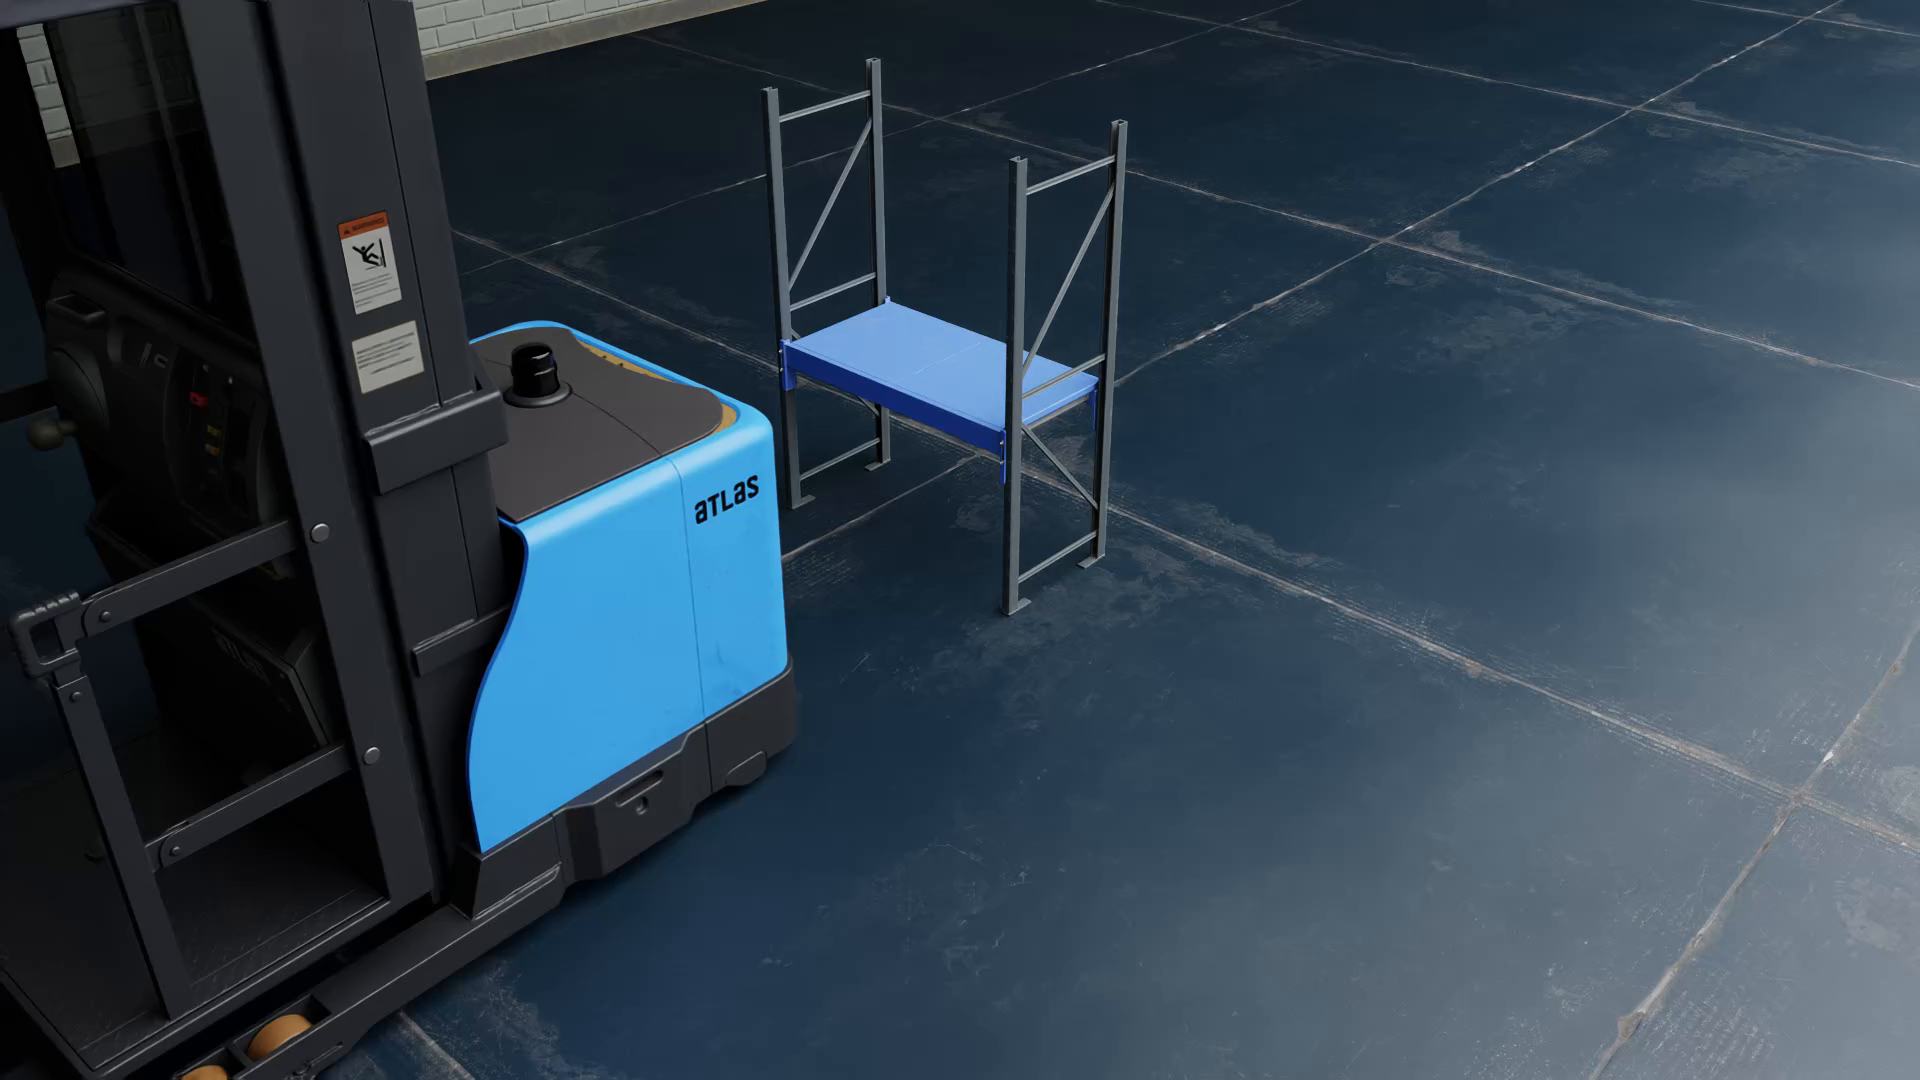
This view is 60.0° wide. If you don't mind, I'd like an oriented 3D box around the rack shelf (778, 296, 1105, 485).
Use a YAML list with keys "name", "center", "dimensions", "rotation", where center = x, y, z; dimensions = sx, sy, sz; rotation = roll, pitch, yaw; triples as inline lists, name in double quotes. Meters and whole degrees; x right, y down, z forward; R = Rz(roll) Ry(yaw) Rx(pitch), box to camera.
- name: "rack shelf"
  center: [-0.063, -0.518, 5.505]
  dimensions: [1.000, 0.185, 0.538]
  rotation: [25, 39, 35]

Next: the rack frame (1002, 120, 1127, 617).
- name: "rack frame"
  center: [0.314, -0.496, 5.120]
  dimensions: [0.032, 1.500, 0.500]
  rotation: [25, 39, 35]

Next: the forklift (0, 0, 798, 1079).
- name: "forklift"
  center: [-1.810, -0.248, 3.320]
  dimensions: [1.130, 2.935, 3.031]
  rotation: [24, 39, 34]

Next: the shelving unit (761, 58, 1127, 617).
- name: "shelving unit"
  center: [-0.063, -0.672, 5.412]
  dimensions: [1.048, 1.500, 0.538]
  rotation: [25, 39, 35]

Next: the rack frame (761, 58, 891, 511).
- name: "rack frame"
  center: [-0.440, -0.848, 5.704]
  dimensions: [0.032, 1.500, 0.500]
  rotation: [25, 39, 35]
